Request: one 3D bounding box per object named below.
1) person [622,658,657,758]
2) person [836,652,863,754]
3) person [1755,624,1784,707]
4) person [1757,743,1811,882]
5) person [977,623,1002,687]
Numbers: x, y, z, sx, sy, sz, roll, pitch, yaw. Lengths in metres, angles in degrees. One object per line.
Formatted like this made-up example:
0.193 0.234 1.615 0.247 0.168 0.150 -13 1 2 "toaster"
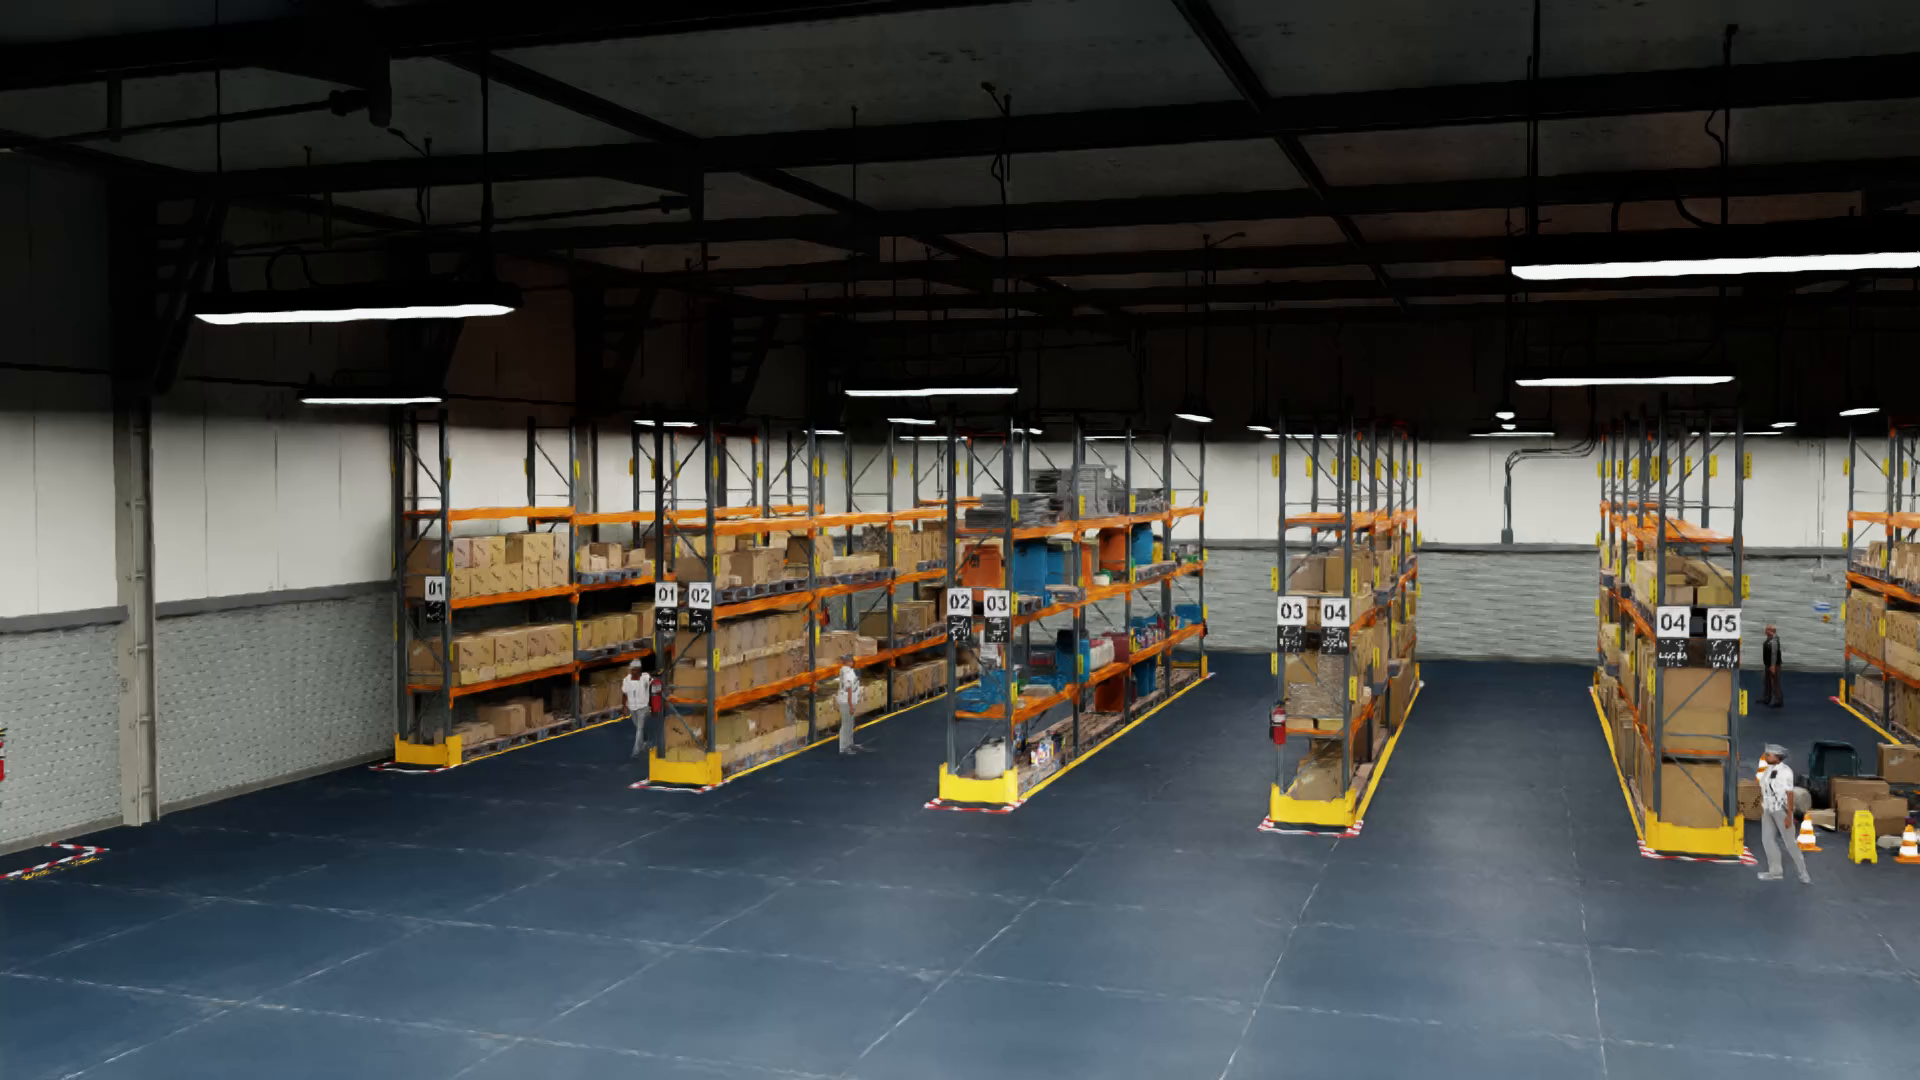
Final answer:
-5.628 2.897 28.958 0.582 1.686 1.113 1 3 16 "person"
-1.933 2.856 29.295 0.476 1.758 0.593 -1 2 -12 "person"
17.047 2.626 35.009 0.525 1.715 0.705 1 3 19 "person"
10.035 3.309 20.240 0.529 1.666 0.571 0 2 -9 "person"
0.647 2.562 36.702 0.563 1.707 1.127 1 3 16 "person"
